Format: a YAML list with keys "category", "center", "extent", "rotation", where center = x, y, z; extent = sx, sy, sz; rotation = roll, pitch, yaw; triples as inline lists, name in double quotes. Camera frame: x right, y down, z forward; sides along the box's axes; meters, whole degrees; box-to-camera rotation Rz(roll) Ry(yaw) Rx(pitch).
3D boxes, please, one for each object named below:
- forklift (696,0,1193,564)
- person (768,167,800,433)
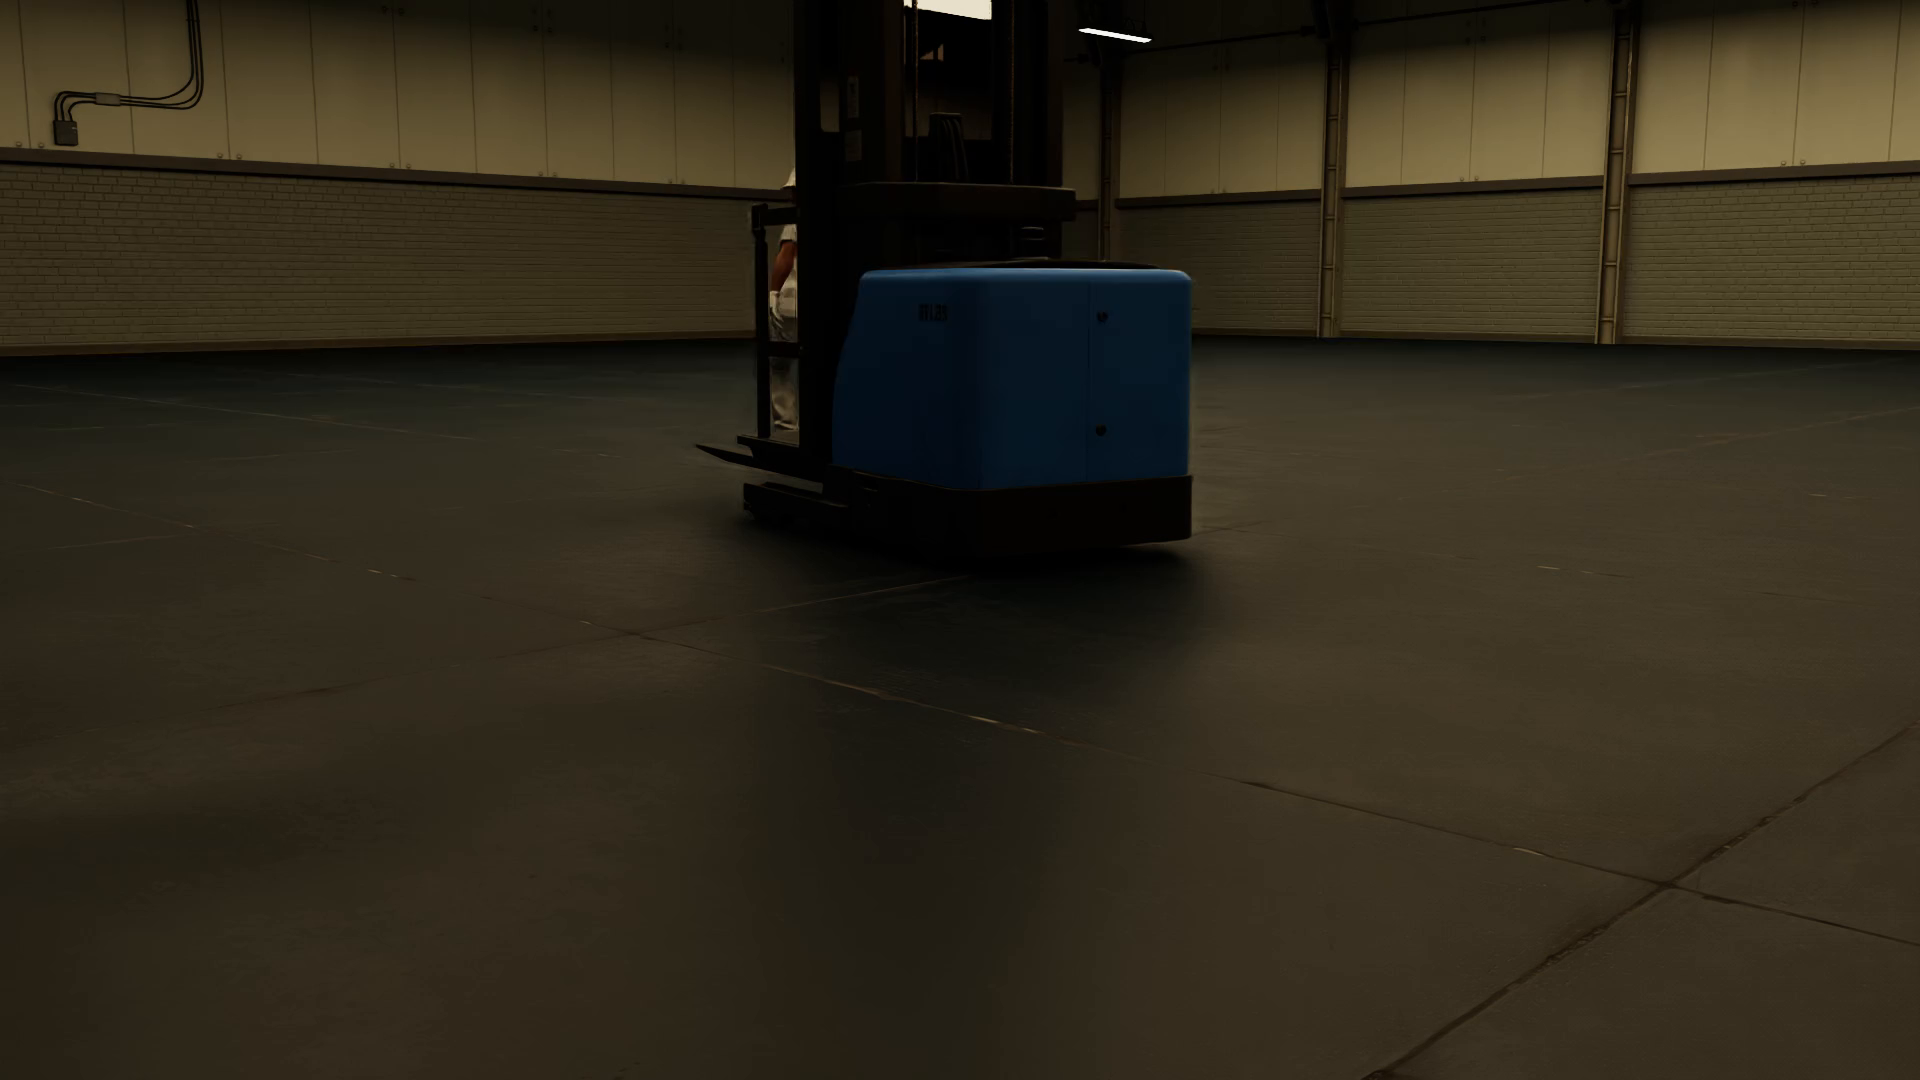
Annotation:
- category: "forklift"
  center: [-0.293, -1.542, 7.115]
  extent: [1.130, 2.935, 3.031]
  rotation: [-5, 10, -30]
- category: "person"
  center: [-0.865, -1.270, 9.534]
  extent: [0.747, 1.754, 0.690]
  rotation: [-5, 10, -30]
